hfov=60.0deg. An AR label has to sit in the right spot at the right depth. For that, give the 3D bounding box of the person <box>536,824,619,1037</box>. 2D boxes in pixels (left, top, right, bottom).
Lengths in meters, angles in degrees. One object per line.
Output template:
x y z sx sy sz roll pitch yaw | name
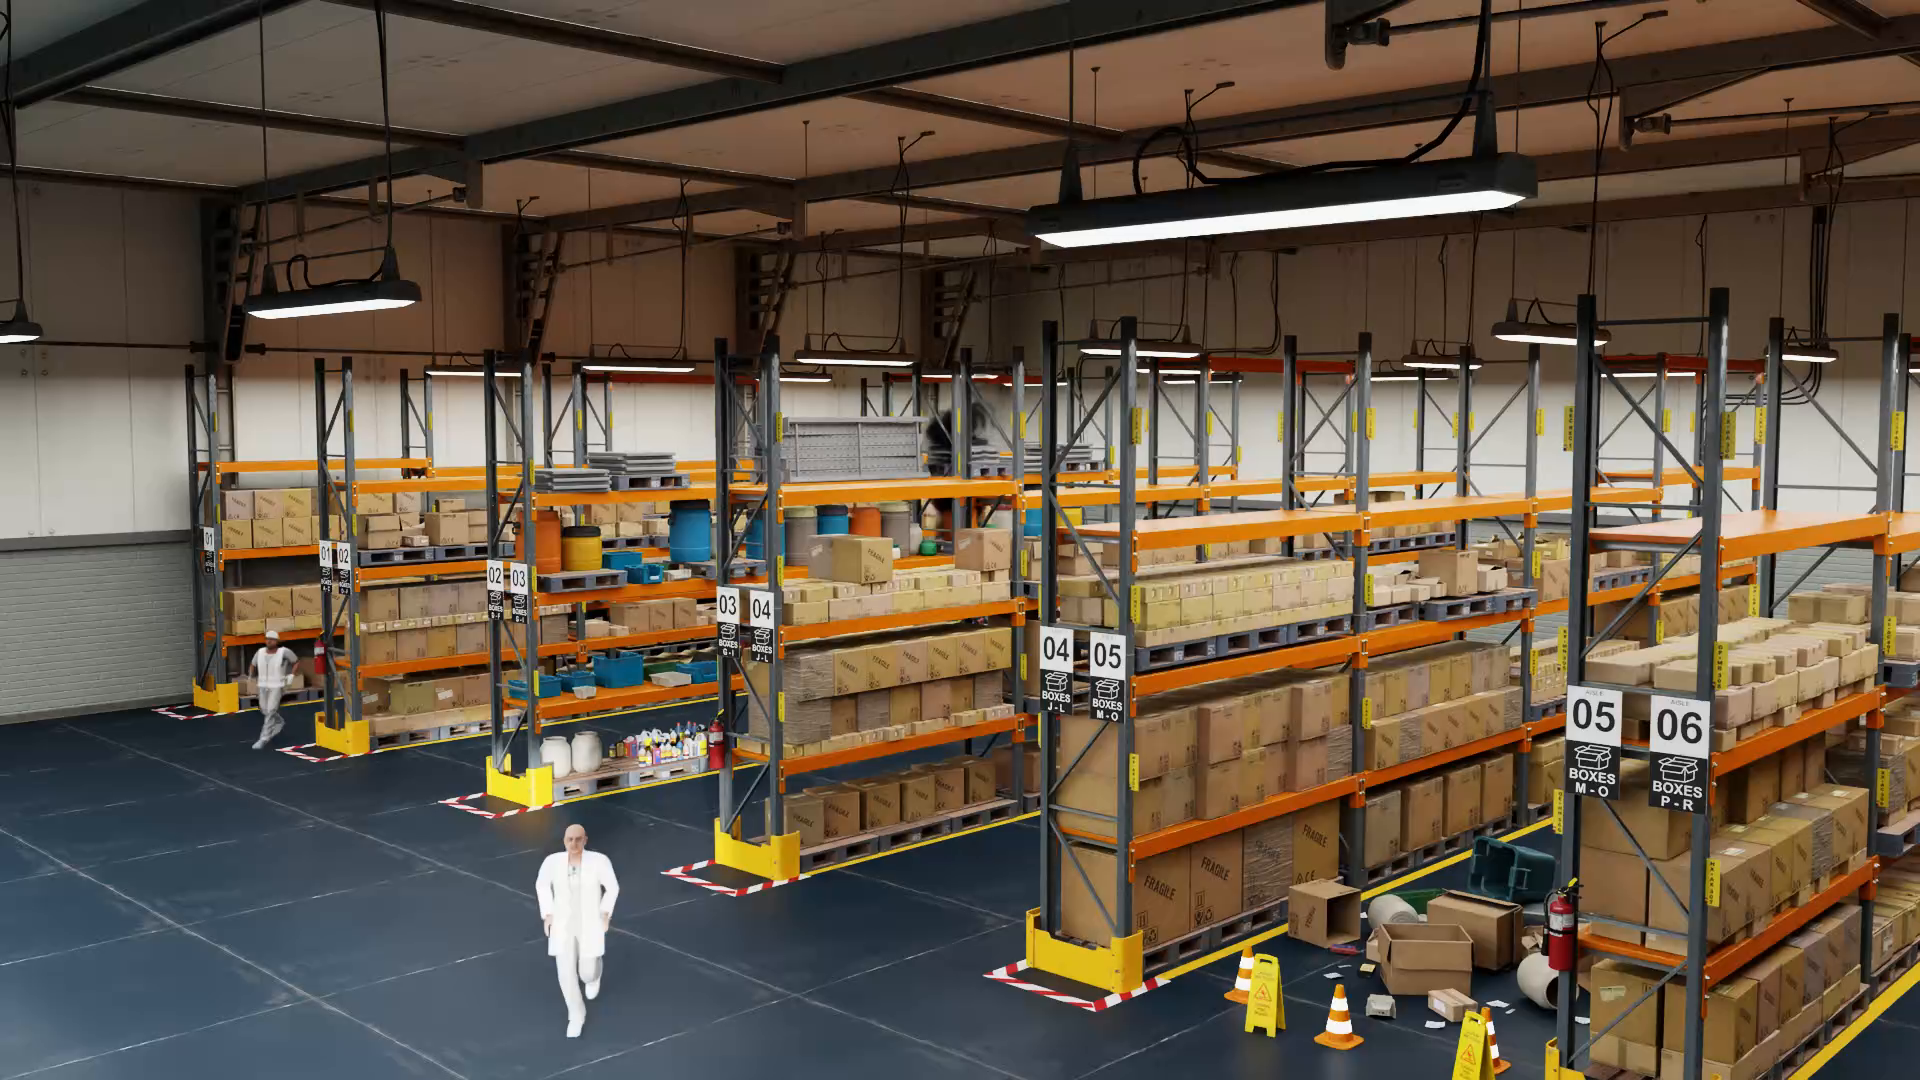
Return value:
-3.230 3.230 14.051 0.695 1.733 0.797 0 4 -6 | person

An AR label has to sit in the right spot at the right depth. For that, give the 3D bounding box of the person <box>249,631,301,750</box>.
-10.688 2.292 25.824 0.716 1.781 1.005 0 4 6 | person
